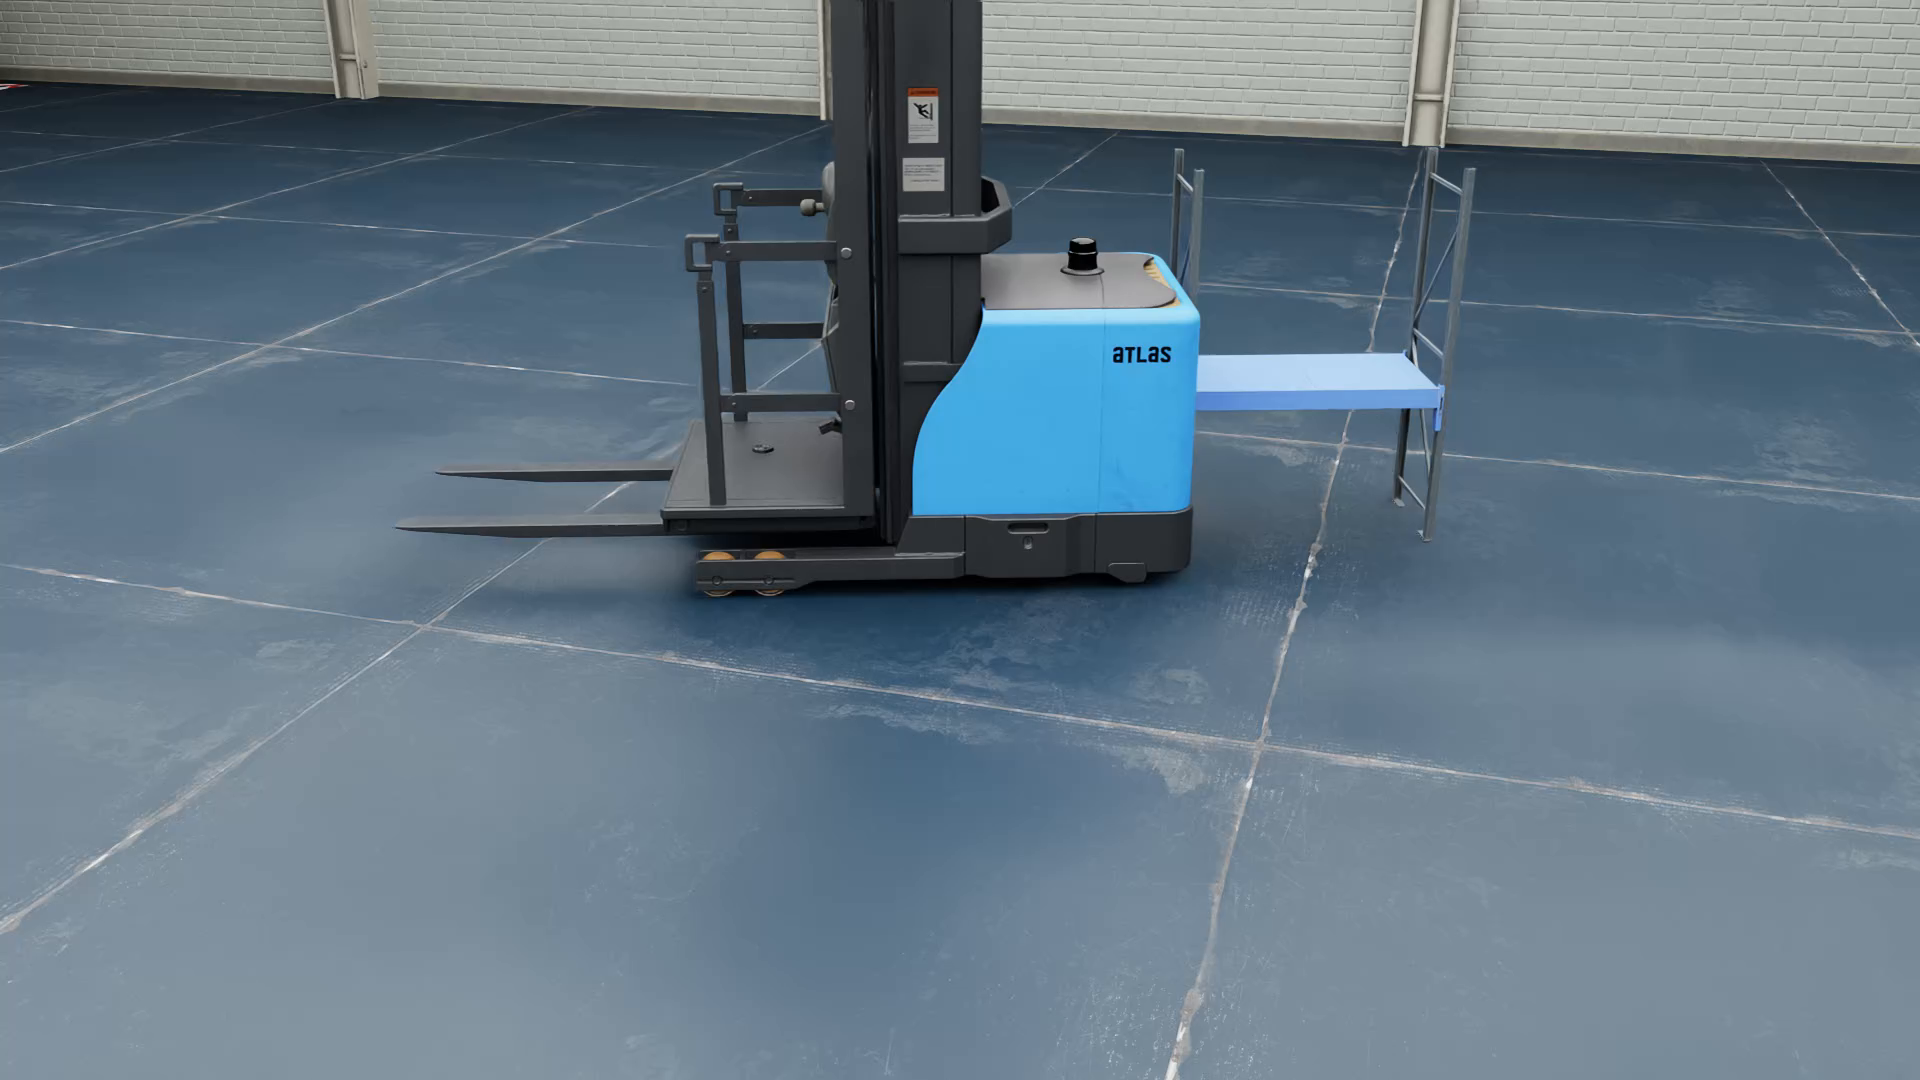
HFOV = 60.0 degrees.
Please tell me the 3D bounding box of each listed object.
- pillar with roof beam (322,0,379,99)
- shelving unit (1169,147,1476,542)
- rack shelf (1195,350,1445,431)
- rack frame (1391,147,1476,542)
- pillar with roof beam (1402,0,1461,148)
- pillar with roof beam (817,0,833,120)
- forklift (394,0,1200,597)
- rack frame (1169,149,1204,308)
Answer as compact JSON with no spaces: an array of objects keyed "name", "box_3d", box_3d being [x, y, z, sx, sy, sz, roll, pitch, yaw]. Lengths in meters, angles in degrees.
[{"name":"pillar with roof beam","box_3d":[-8.235,-7.748,13.802,0.400,9.000,9.100,7,23,16]},{"name":"shelving unit","box_3d":[1.386,-0.772,6.677,1.048,1.500,0.538,-1,22,-2]},{"name":"rack shelf","box_3d":[1.386,-0.606,6.745,1.000,0.185,0.538,-1,22,-2]},{"name":"rack frame","box_3d":[1.894,-0.780,6.694,0.032,1.500,0.500,-1,22,-2]},{"name":"pillar with roof beam","box_3d":[3.253,-6.433,10.595,0.400,9.000,9.100,7,23,16]},{"name":"pillar with roof beam","box_3d":[-2.491,-7.091,12.199,0.400,9.000,9.100,7,23,16]},{"name":"forklift","box_3d":[-0.647,-1.347,6.192,3.031,2.935,1.130,-1,22,-2]},{"name":"rack frame","box_3d":[0.878,-0.765,6.659,0.032,1.500,0.500,-1,22,-2]}]
